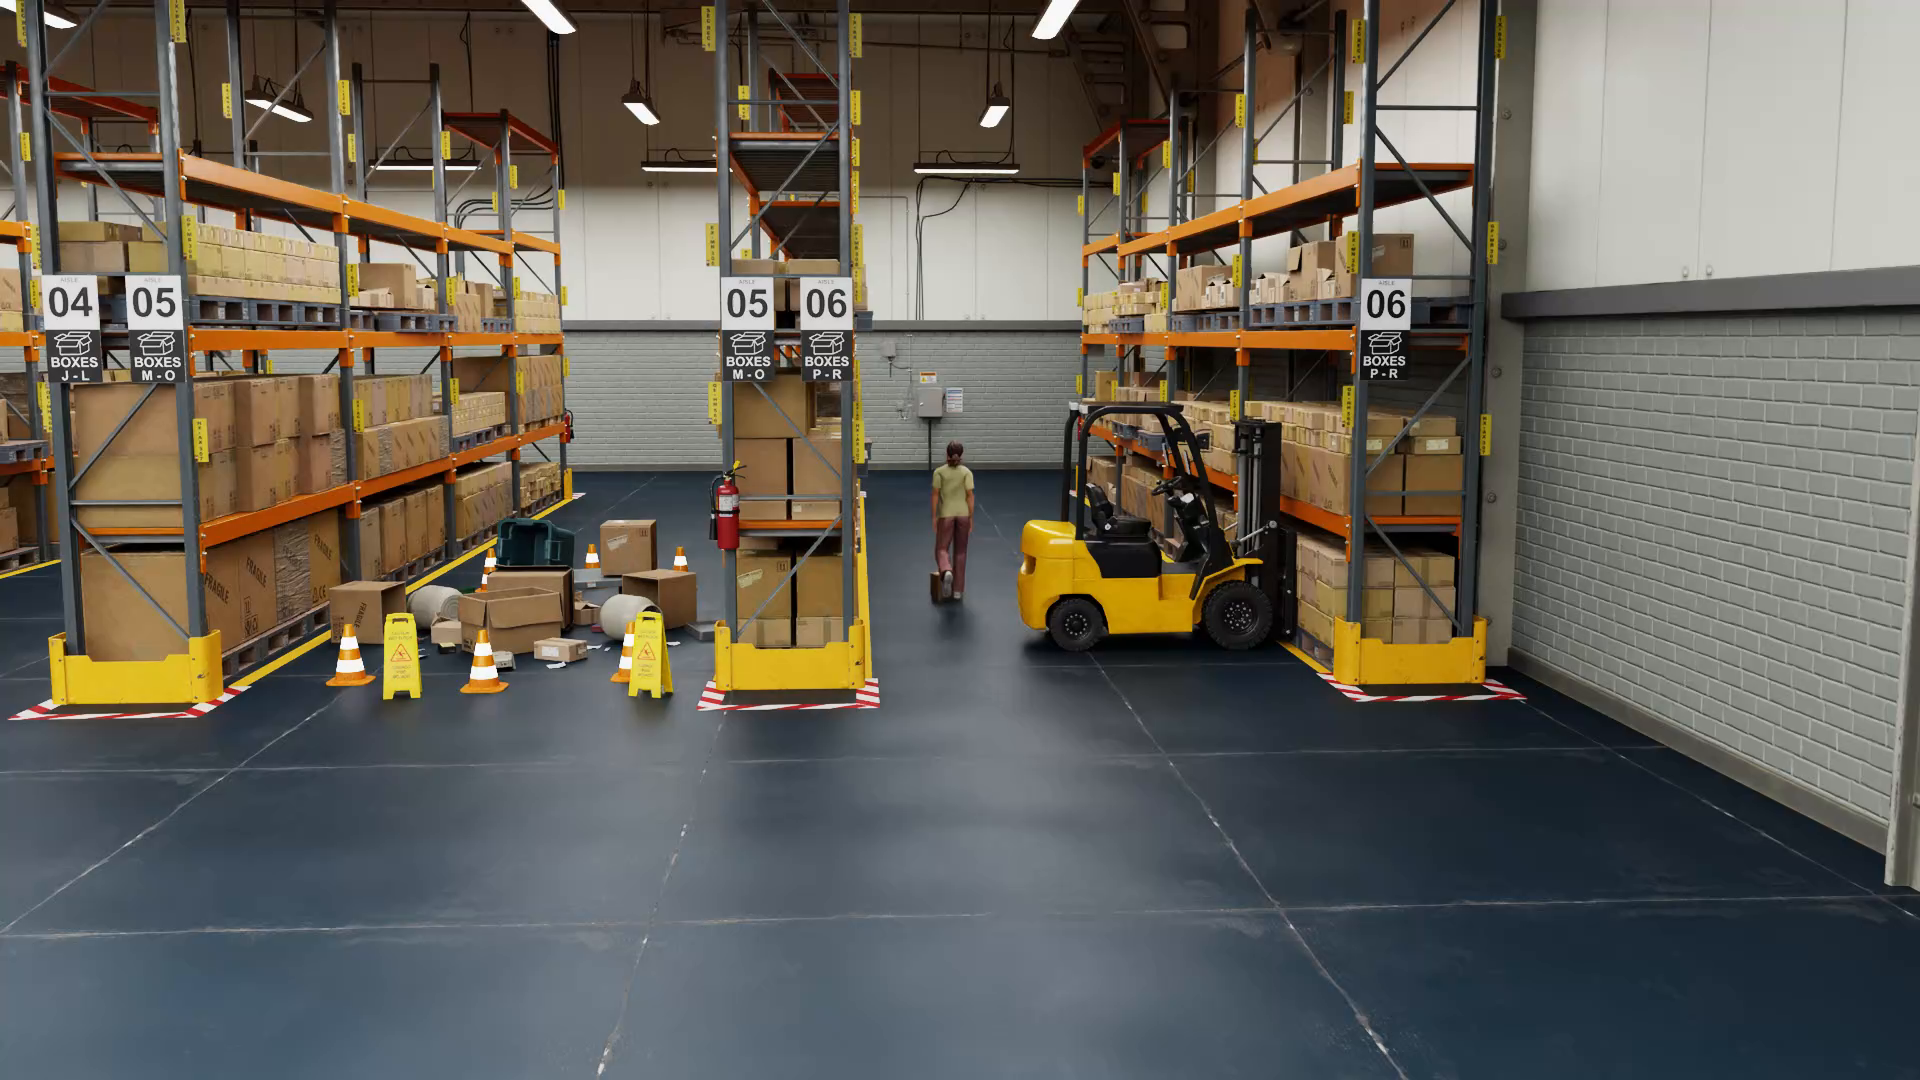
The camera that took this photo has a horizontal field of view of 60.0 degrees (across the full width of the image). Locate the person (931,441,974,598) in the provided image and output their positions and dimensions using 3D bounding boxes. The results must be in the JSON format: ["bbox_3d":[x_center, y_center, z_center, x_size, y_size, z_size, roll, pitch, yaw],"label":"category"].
[{"bbox_3d":[-0.075,-0.200,17.295,0.457,1.654,0.679,0,7,-3],"label":"person"}]
